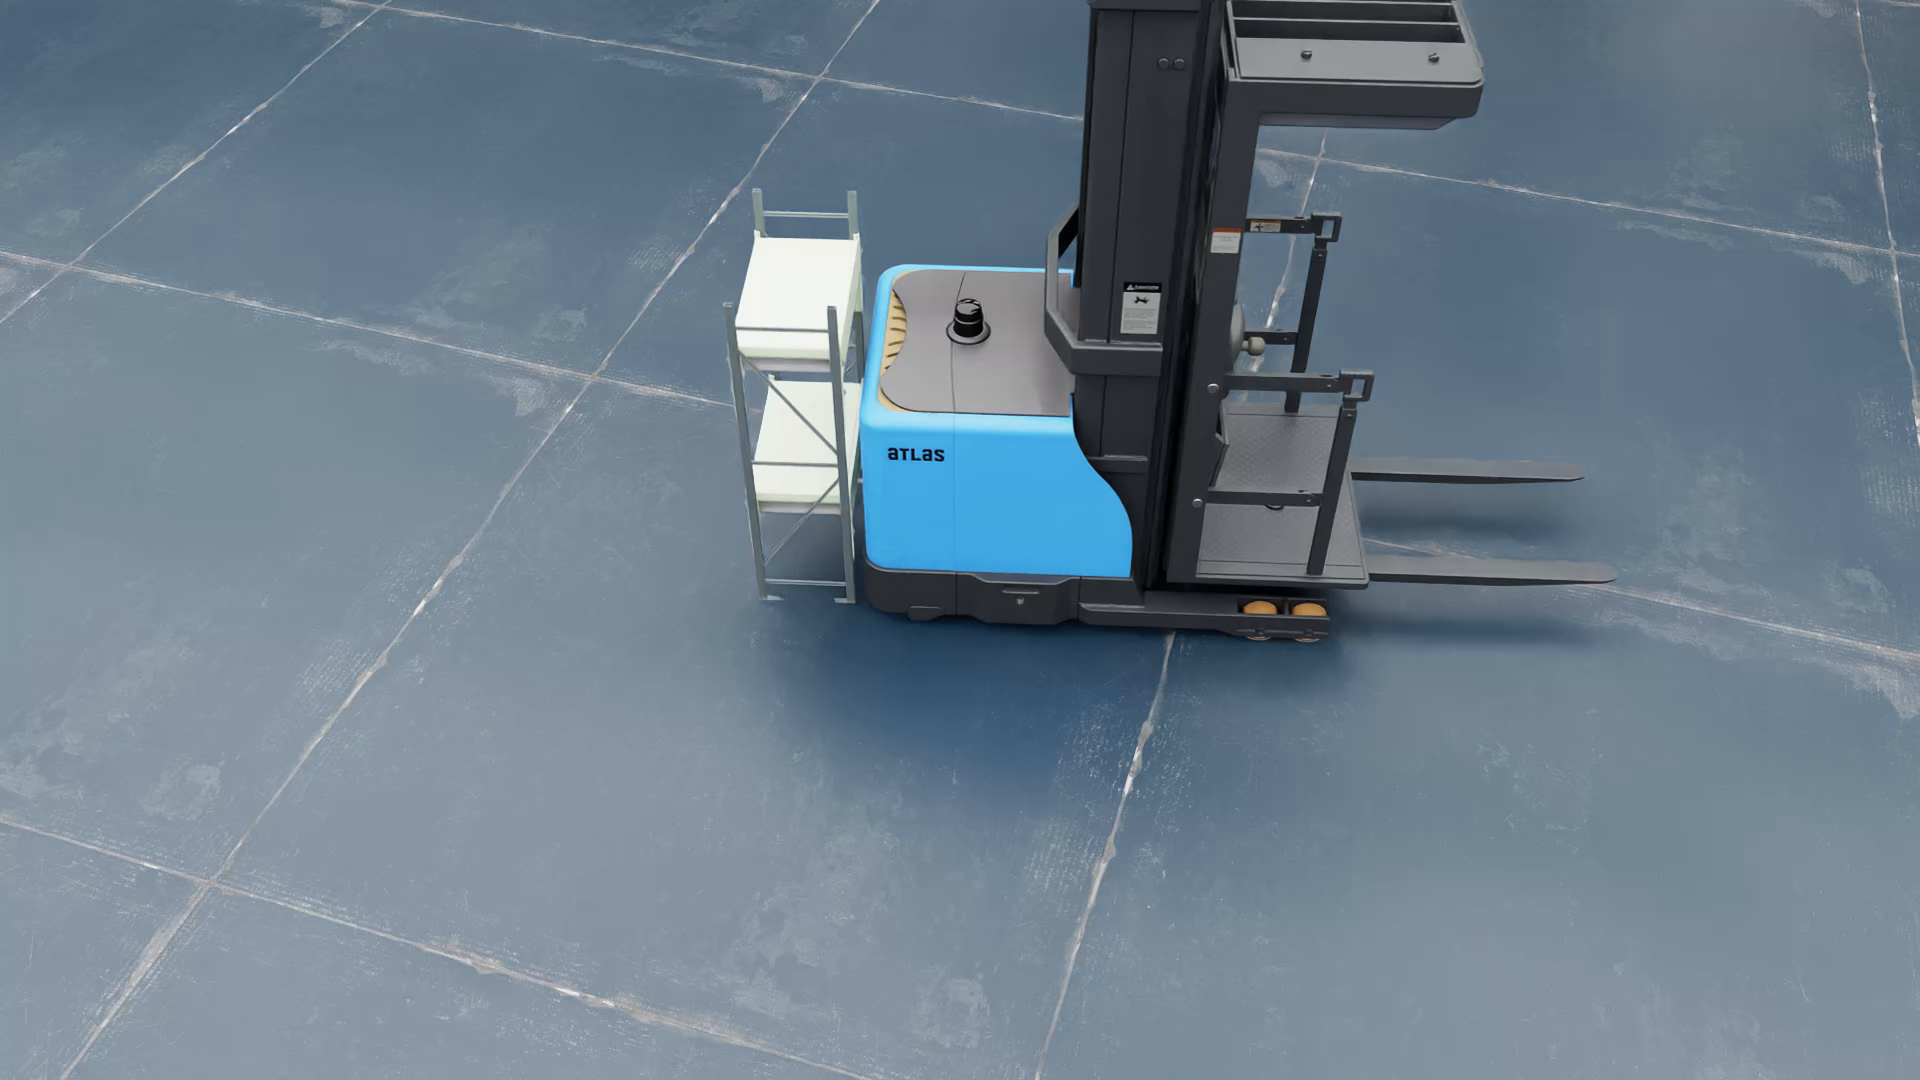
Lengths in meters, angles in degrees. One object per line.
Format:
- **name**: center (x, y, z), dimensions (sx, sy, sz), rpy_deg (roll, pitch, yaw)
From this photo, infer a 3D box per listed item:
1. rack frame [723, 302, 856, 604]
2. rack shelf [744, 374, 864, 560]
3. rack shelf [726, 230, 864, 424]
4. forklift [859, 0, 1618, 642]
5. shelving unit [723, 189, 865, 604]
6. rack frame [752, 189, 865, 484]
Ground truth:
- **rack frame**: center (-0.633, -0.287, 6.369), dimensions (0.400, 1.500, 0.023), rpy_deg (2, 44, 2)
- **rack shelf**: center (-0.614, -0.310, 6.859), dimensions (0.431, 0.370, 0.720), rpy_deg (2, 44, 2)
- **rack shelf**: center (-0.615, -0.822, 6.358), dimensions (0.431, 0.370, 0.720), rpy_deg (2, 44, 2)
- **forklift**: center (1.147, -1.019, 6.094), dimensions (3.031, 2.935, 1.130), rpy_deg (2, 44, 2)
- **shelving unit**: center (-0.615, -0.543, 6.631), dimensions (0.431, 1.500, 0.755), rpy_deg (2, 44, 2)
- **rack frame**: center (-0.596, -0.798, 6.892), dimensions (0.400, 1.500, 0.023), rpy_deg (2, 44, 2)
